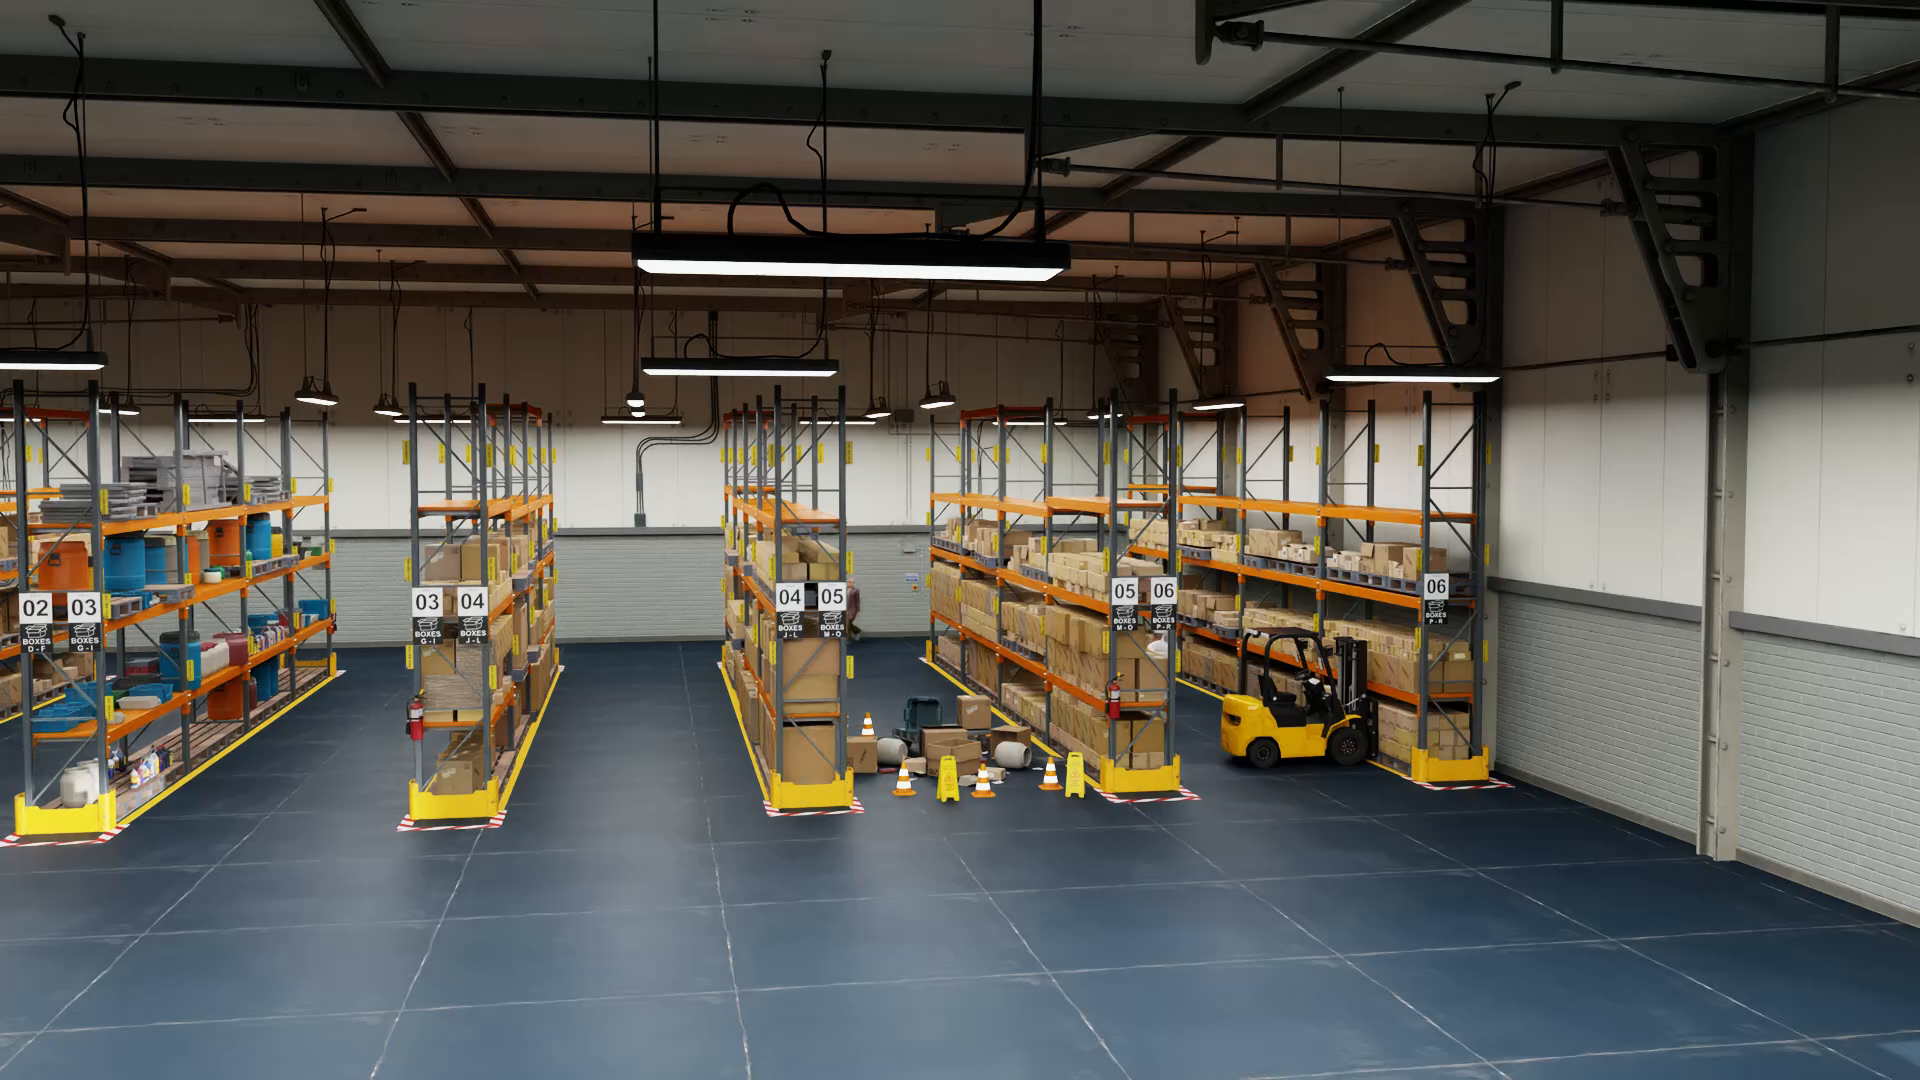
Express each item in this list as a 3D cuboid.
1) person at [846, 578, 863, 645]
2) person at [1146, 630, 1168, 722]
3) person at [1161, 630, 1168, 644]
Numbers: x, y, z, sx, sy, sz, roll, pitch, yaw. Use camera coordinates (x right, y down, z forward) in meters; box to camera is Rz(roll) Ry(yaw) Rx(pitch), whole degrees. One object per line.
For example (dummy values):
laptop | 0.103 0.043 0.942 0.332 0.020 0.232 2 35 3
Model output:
person | -2.892 1.878 44.110 0.568 1.749 0.927 2 4 40
person | 3.731 2.568 31.276 0.558 1.829 0.600 -1 3 -17
person | 4.290 2.466 34.669 0.428 1.616 0.636 -2 3 -29
